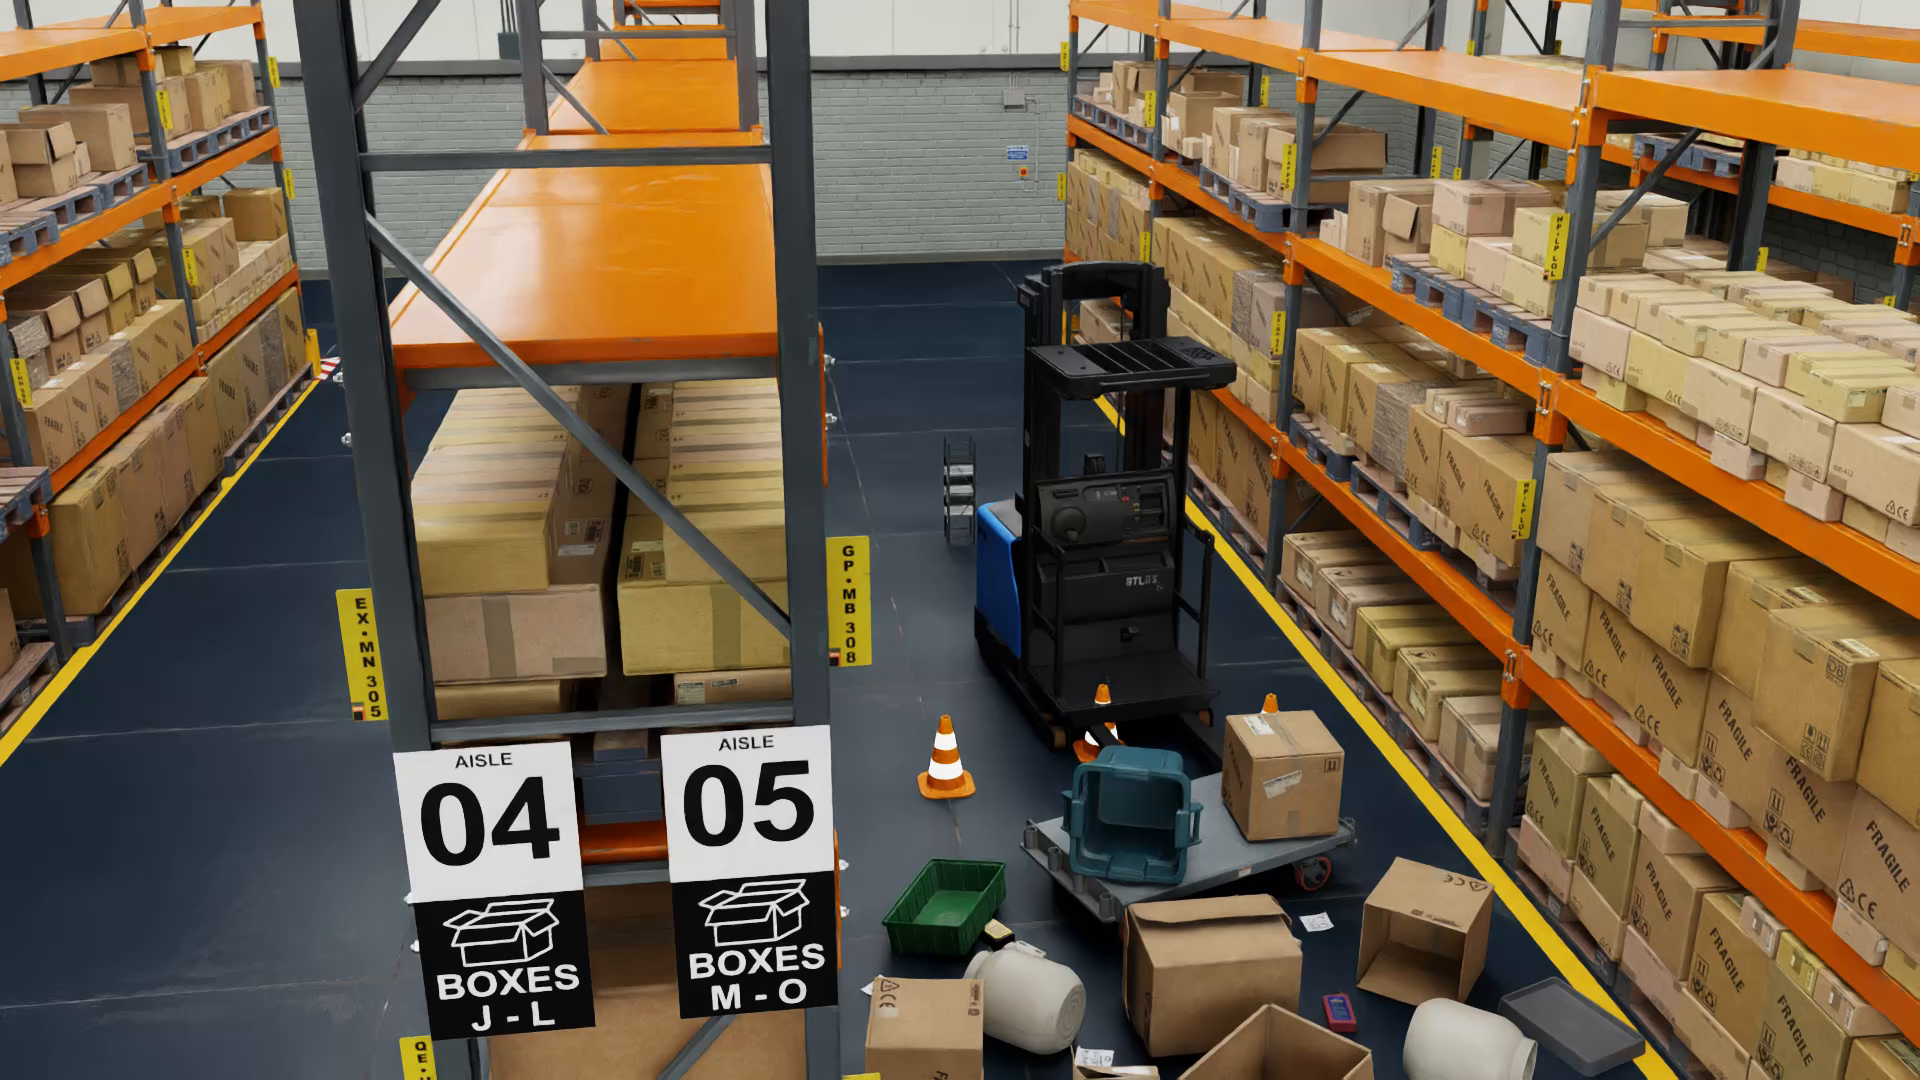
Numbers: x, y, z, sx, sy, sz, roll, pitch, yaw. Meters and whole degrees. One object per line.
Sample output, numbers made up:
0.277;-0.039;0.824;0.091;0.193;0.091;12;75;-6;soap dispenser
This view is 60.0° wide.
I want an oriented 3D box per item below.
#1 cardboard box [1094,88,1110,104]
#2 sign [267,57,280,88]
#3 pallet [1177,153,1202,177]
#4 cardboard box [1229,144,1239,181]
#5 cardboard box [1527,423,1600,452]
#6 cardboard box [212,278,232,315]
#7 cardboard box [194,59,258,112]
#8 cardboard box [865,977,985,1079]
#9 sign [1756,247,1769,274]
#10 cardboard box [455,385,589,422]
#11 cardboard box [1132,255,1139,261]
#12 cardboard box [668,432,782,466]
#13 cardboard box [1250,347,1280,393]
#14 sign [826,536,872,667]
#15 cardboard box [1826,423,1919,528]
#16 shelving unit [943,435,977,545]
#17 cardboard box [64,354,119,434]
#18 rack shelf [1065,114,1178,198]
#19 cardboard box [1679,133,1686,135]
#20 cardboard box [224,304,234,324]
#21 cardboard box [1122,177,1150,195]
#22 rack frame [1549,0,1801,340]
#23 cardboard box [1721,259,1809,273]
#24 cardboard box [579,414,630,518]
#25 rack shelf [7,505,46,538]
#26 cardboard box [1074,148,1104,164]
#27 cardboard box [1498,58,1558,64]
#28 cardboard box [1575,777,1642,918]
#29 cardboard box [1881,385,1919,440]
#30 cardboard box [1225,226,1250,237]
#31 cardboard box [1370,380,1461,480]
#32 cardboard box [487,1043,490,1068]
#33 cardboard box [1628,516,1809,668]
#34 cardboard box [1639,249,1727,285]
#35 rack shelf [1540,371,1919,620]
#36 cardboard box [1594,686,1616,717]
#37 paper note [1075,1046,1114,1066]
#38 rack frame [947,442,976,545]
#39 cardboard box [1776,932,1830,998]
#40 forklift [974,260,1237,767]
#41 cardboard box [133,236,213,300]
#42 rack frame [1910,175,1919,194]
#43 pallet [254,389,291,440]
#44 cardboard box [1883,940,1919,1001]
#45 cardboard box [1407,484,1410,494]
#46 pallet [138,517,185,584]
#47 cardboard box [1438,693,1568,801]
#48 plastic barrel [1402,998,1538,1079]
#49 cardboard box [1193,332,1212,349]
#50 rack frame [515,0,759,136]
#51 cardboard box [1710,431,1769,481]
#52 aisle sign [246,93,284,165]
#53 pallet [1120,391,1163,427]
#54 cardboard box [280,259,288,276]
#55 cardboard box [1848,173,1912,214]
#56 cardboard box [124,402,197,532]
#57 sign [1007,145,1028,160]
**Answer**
1.697;-4.944;18.495;0.380;0.149;0.250;-2;21;-6;cardboard box
-7.499;-5.107;18.163;0.100;0.325;0.005;-3;21;-8;sign
2.526;-3.417;15.064;0.805;0.209;1.217;-4;21;-10;pallet
2.376;-3.029;13.345;0.396;0.266;0.258;-3;21;-9;cardboard box
3.641;-0.380;9.777;0.500;0.500;0.500;-3;21;-8;cardboard box
-7.337;-2.334;15.967;0.500;0.250;0.500;-3;21;-8;cardboard box
-7.910;-4.820;17.660;0.700;0.500;0.500;-4;21;-11;cardboard box
-0.147;2.294;7.357;0.500;0.500;0.500;1;20;2;cardboard box
4.034;-1.324;8.447;0.100;0.325;0.005;-3;21;-8;sign
-1.377;-0.421;5.246;0.380;0.149;0.250;-3;21;-9;cardboard box
2.025;-2.611;16.776;0.500;0.500;0.500;-3;21;-7;cardboard box
-0.615;-0.188;4.623;0.380;0.149;0.250;-3;21;-9;cardboard box
2.600;-1.350;13.044;0.500;0.250;0.500;-3;21;-8;cardboard box
-0.259;0.145;3.890;0.100;0.325;0.005;-3;21;-8;sign
3.583;-0.253;6.108;0.500;0.250;0.500;-2;21;-6;cardboard box
-0.001;-0.424;14.066;0.258;0.900;0.210;-3;21;-8;shelving unit
-6.840;-1.116;12.774;0.500;0.500;0.500;-3;21;-9;cardboard box
2.056;-4.177;17.853;1.077;0.370;4.000;-3;21;-8;rack shelf
7.042;-3.901;15.703;0.380;0.149;0.250;-3;21;-7;cardboard box
-7.291;-2.191;16.154;0.380;0.149;0.250;-3;21;-9;cardboard box
1.903;-3.681;17.286;0.380;0.149;0.250;-3;21;-8;cardboard box
3.498;-2.457;7.933;1.000;3.000;0.127;-3;21;-8;rack frame
7.292;-2.282;15.295;0.700;0.500;0.500;-3;21;-8;cardboard box
-1.299;-0.197;5.216;0.500;0.250;0.500;-3;21;-8;cardboard box
-6.597;0.498;9.624;1.077;0.370;4.000;-3;21;-8;rack shelf
1.545;-4.483;19.434;0.380;0.149;0.250;-2;21;-7;cardboard box
6.549;-5.418;19.223;0.500;0.250;0.500;-3;21;-8;cardboard box
3.405;1.496;8.181;0.500;0.500;0.500;-2;21;-6;cardboard box
3.654;-0.471;6.122;0.380;0.149;0.250;-4;21;-9;cardboard box
2.739;-2.611;15.347;0.500;0.500;0.500;-3;21;-7;cardboard box
2.987;-0.710;10.661;0.500;0.500;0.500;-4;21;-10;cardboard box
-1.008;1.637;5.331;0.875;0.550;0.550;-3;21;-8;cardboard box
3.444;0.215;7.355;0.700;0.500;0.500;-3;21;-9;cardboard box
3.810;-1.401;9.006;0.500;0.250;0.500;-3;21;-9;cardboard box
3.786;-0.022;6.729;1.077;0.370;4.000;-3;21;-8;rack shelf
3.382;0.772;8.222;0.380;0.149;0.250;-3;21;-8;cardboard box
0.621;2.411;7.729;0.172;0.023;0.155;4;21;11;paper note
0.014;-0.389;13.972;0.240;0.900;0.006;-3;21;-8;rack frame
3.548;1.700;6.709;0.380;0.149;0.250;-3;21;-7;cardboard box
1.015;-0.183;10.518;1.130;2.935;3.031;-6;21;-16;forklift
-7.278;-2.516;15.382;0.500;0.500;0.500;-3;21;-8;cardboard box
7.833;-4.093;12.314;1.000;3.000;0.127;-3;21;-8;rack frame
-7.673;-1.301;17.397;1.003;0.211;1.213;-3;21;-8;pallet
3.647;1.566;6.096;0.380;0.149;0.250;-3;21;-9;cardboard box
3.081;-0.340;10.598;0.380;0.149;0.250;-4;21;-10;cardboard box
-7.097;0.077;13.710;1.003;0.211;1.213;-3;21;-8;pallet
3.420;1.206;9.855;0.950;0.372;0.625;-3;21;-7;cardboard box
2.279;2.307;7.435;0.512;0.421;0.421;12;24;30;plastic barrel
2.344;-1.649;14.560;0.500;0.250;0.500;-3;21;-9;cardboard box
-1.386;-2.172;7.171;1.000;3.000;0.127;-3;21;-8;rack frame
3.399;-0.363;6.972;0.380;0.149;0.250;-3;21;-9;cardboard box
-7.752;-4.559;18.421;0.394;0.787;0.004;-3;21;-8;aisle sign
2.312;-1.377;17.602;1.003;0.211;1.213;-3;21;-8;pallet
-7.622;-2.987;18.286;0.380;0.149;0.250;-3;21;-7;cardboard box
7.518;-2.783;13.309;0.500;0.250;0.500;-4;21;-10;cardboard box
-7.220;-0.588;13.940;1.225;0.875;0.875;-4;21;-10;cardboard box
0.876;-5.898;25.333;0.327;0.218;0.001;-3;21;-8;sign
